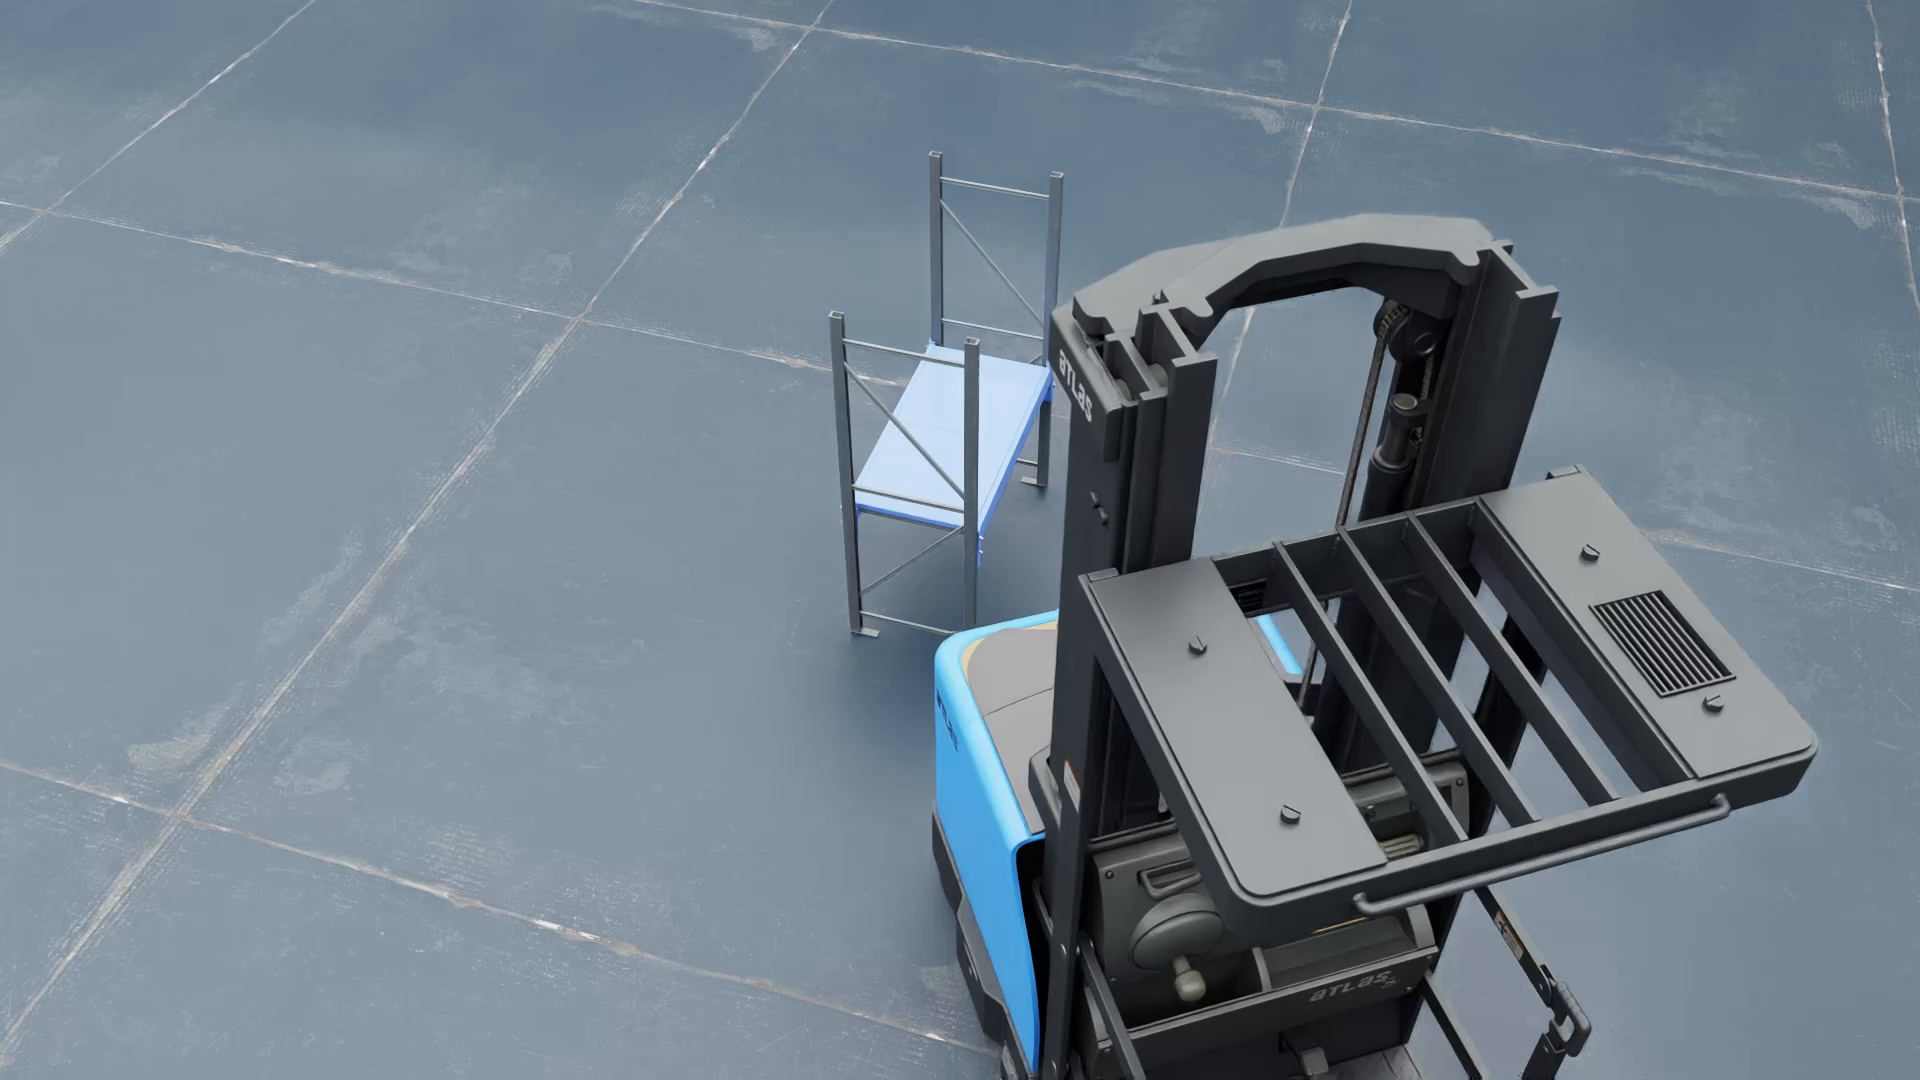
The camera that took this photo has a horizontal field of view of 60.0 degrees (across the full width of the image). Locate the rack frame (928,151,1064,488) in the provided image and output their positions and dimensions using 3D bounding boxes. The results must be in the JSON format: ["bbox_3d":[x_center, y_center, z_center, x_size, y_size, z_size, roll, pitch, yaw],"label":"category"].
[{"bbox_3d":[0.128,-0.818,6.514,0.500,1.500,0.032,13,46,12],"label":"rack frame"}]

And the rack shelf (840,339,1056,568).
[{"bbox_3d":[-0.026,-0.351,6.293,0.538,0.185,1.000,13,46,12],"label":"rack shelf"}]

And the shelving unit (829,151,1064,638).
[{"bbox_3d":[-0.026,-0.479,6.167,0.538,1.500,1.048,13,46,12],"label":"shelving unit"}]

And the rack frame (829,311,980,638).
[{"bbox_3d":[-0.180,-0.140,5.821,0.500,1.500,0.032,13,46,12],"label":"rack frame"}]

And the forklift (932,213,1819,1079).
[{"bbox_3d":[0.828,0.894,3.741,1.130,2.935,3.031,-12,46,-12],"label":"forklift"}]
